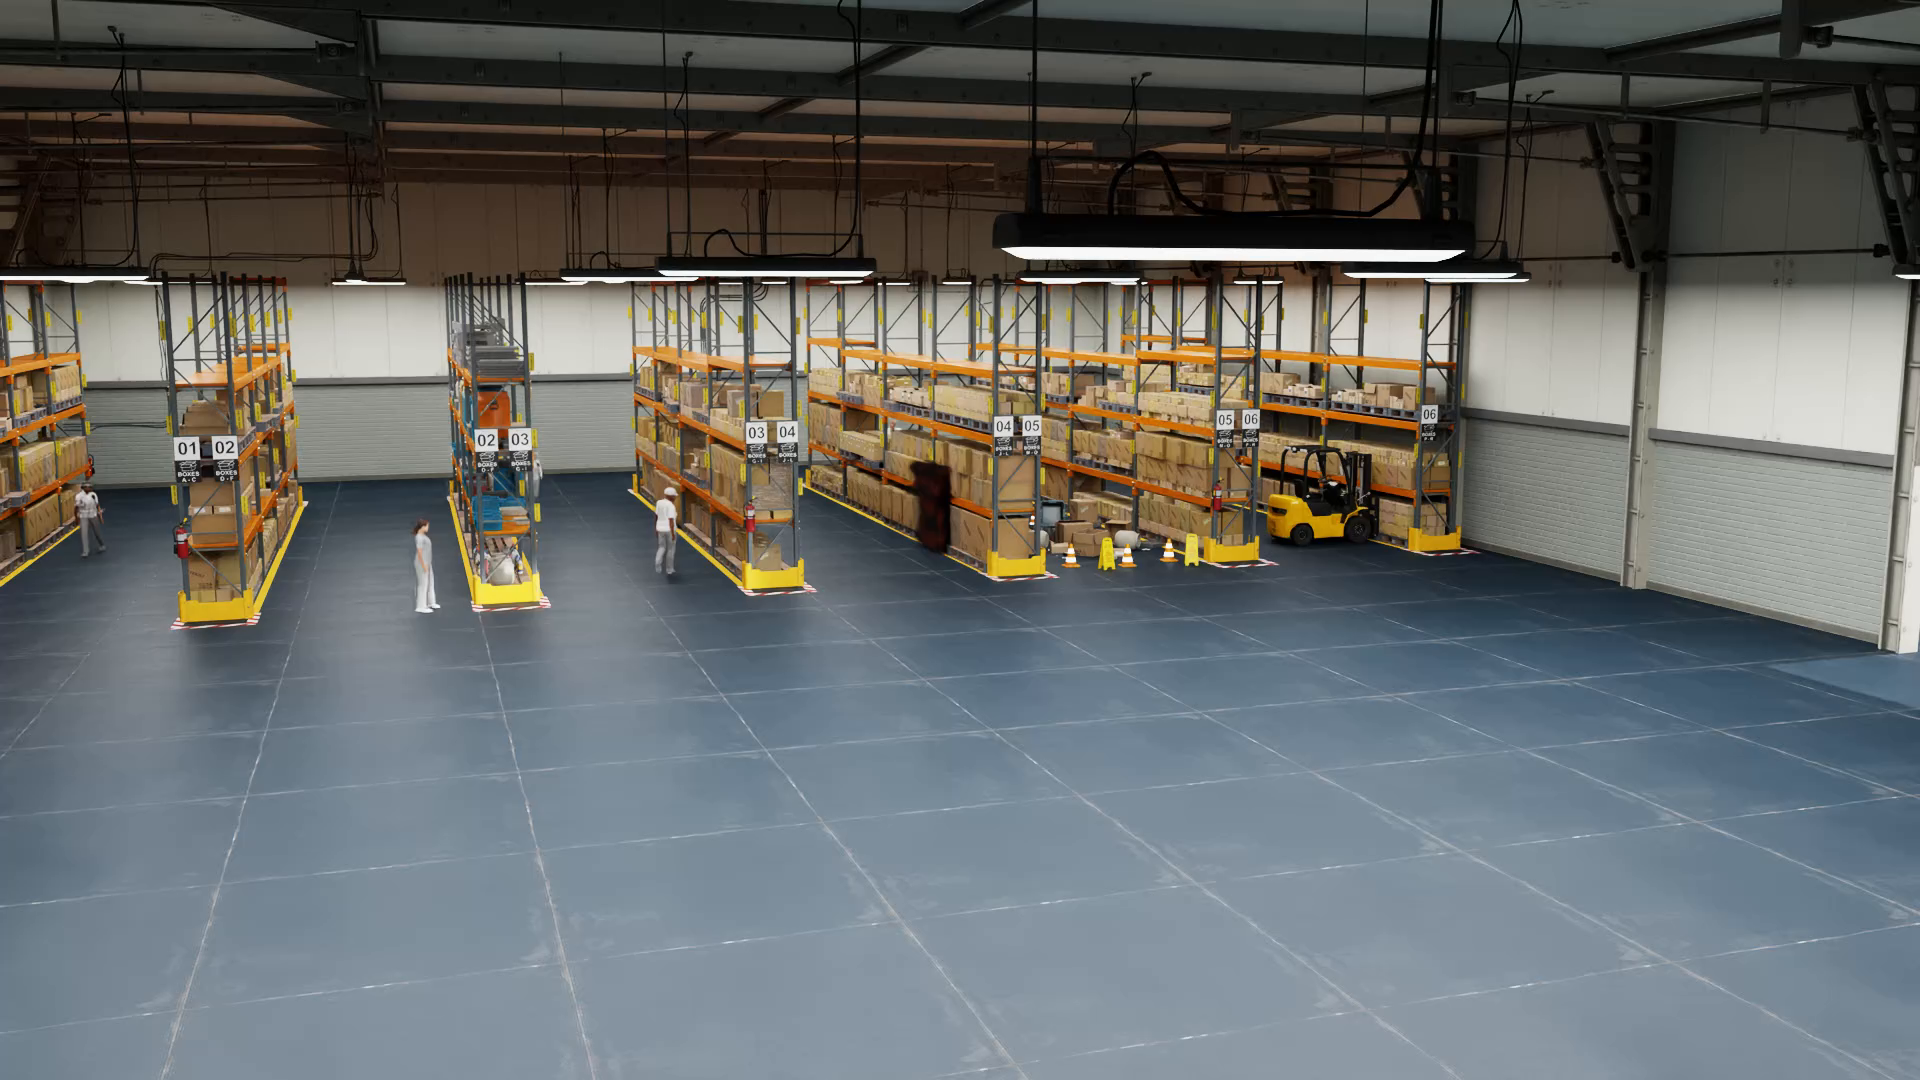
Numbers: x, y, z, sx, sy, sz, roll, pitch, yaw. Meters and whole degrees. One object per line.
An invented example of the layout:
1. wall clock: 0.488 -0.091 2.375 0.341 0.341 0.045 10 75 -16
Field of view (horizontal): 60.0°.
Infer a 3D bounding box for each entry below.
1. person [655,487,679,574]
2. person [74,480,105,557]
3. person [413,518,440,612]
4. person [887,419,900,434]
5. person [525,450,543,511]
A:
1. person: -5.934 -0.182 33.375 0.544 1.757 0.603 2 9 16
2. person: -18.766 -0.485 35.845 0.559 1.626 0.932 -2 9 -16
3. person: -9.552 0.438 29.739 0.369 1.686 0.521 0 9 3
4. person: -2.071 -2.786 50.701 0.671 1.782 0.647 4 10 25
5. person: -10.984 -1.499 42.612 0.650 1.638 0.560 -5 10 -31
